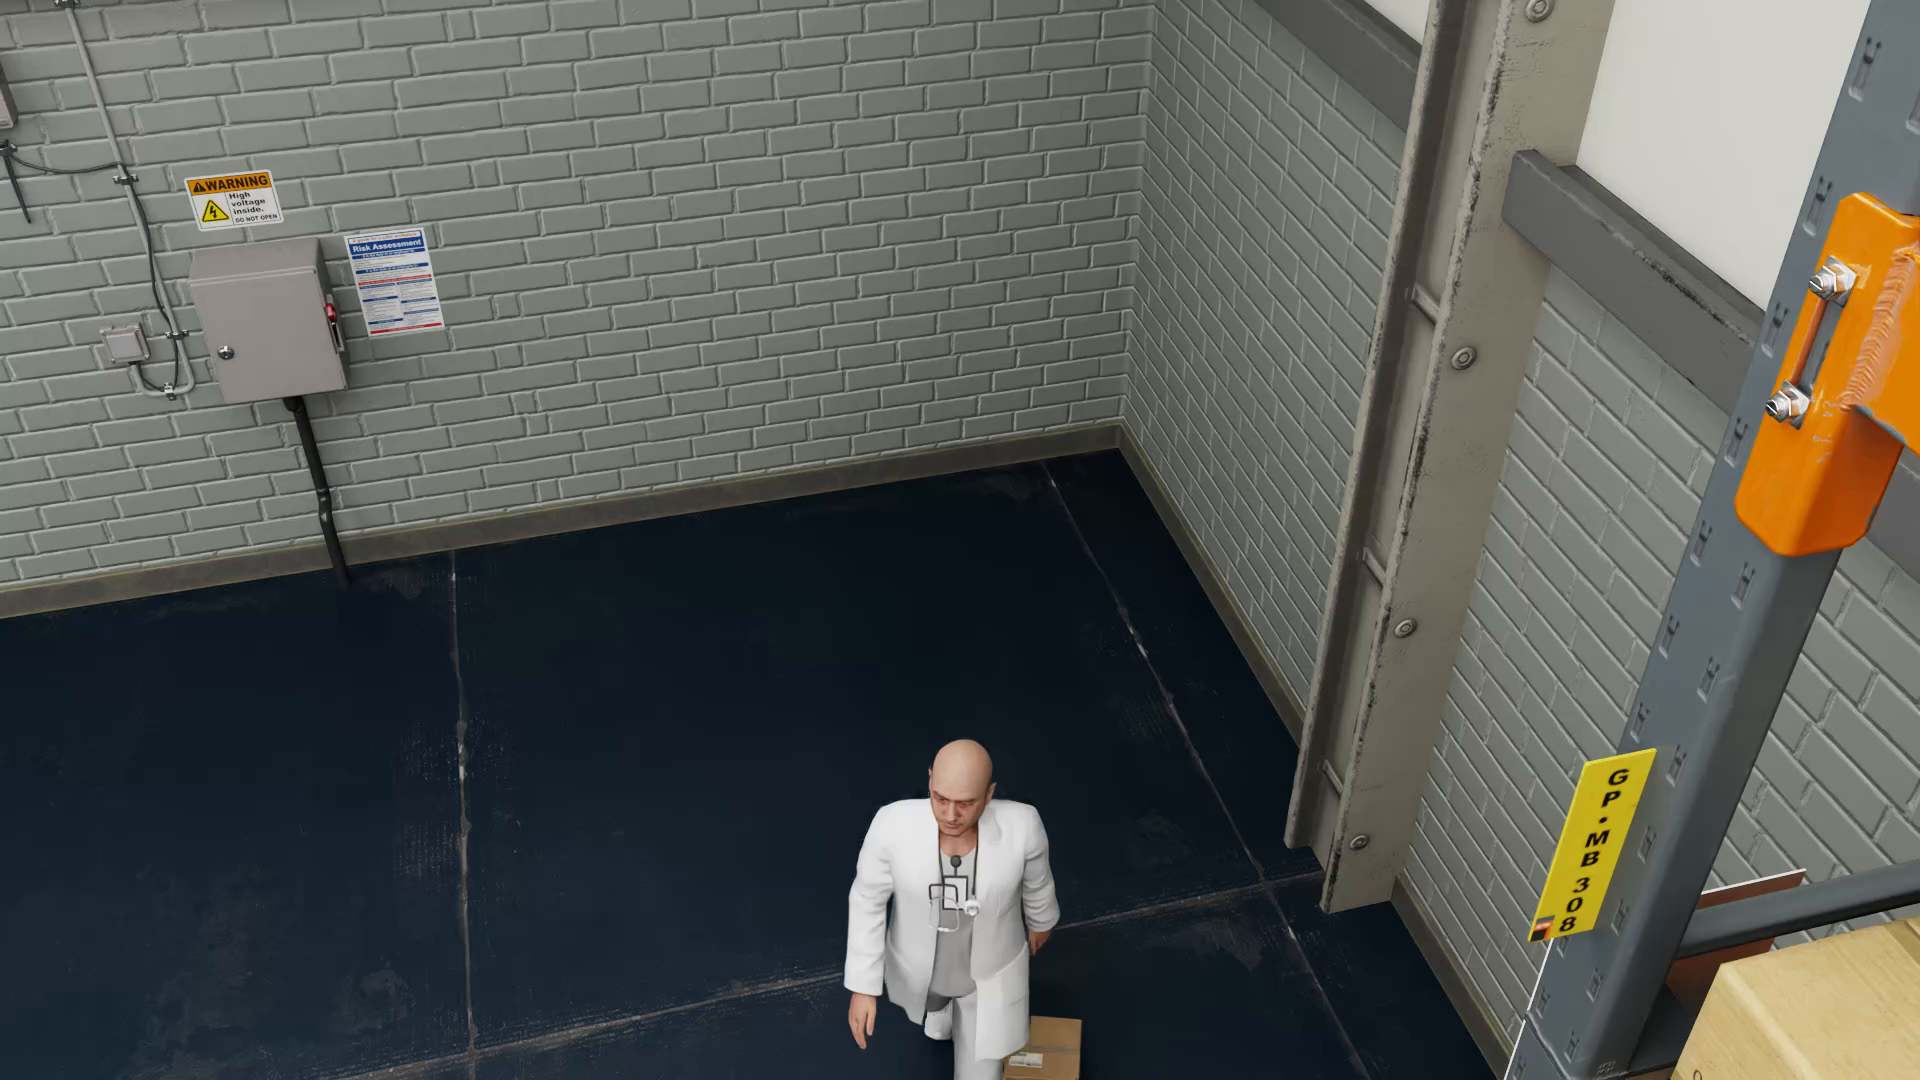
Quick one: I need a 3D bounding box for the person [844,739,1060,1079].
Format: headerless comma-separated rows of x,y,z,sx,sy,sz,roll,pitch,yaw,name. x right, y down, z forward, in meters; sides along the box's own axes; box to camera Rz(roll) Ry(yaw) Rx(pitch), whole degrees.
-0.017,1.264,5.101,0.625,1.727,1.175,4,38,5,person
